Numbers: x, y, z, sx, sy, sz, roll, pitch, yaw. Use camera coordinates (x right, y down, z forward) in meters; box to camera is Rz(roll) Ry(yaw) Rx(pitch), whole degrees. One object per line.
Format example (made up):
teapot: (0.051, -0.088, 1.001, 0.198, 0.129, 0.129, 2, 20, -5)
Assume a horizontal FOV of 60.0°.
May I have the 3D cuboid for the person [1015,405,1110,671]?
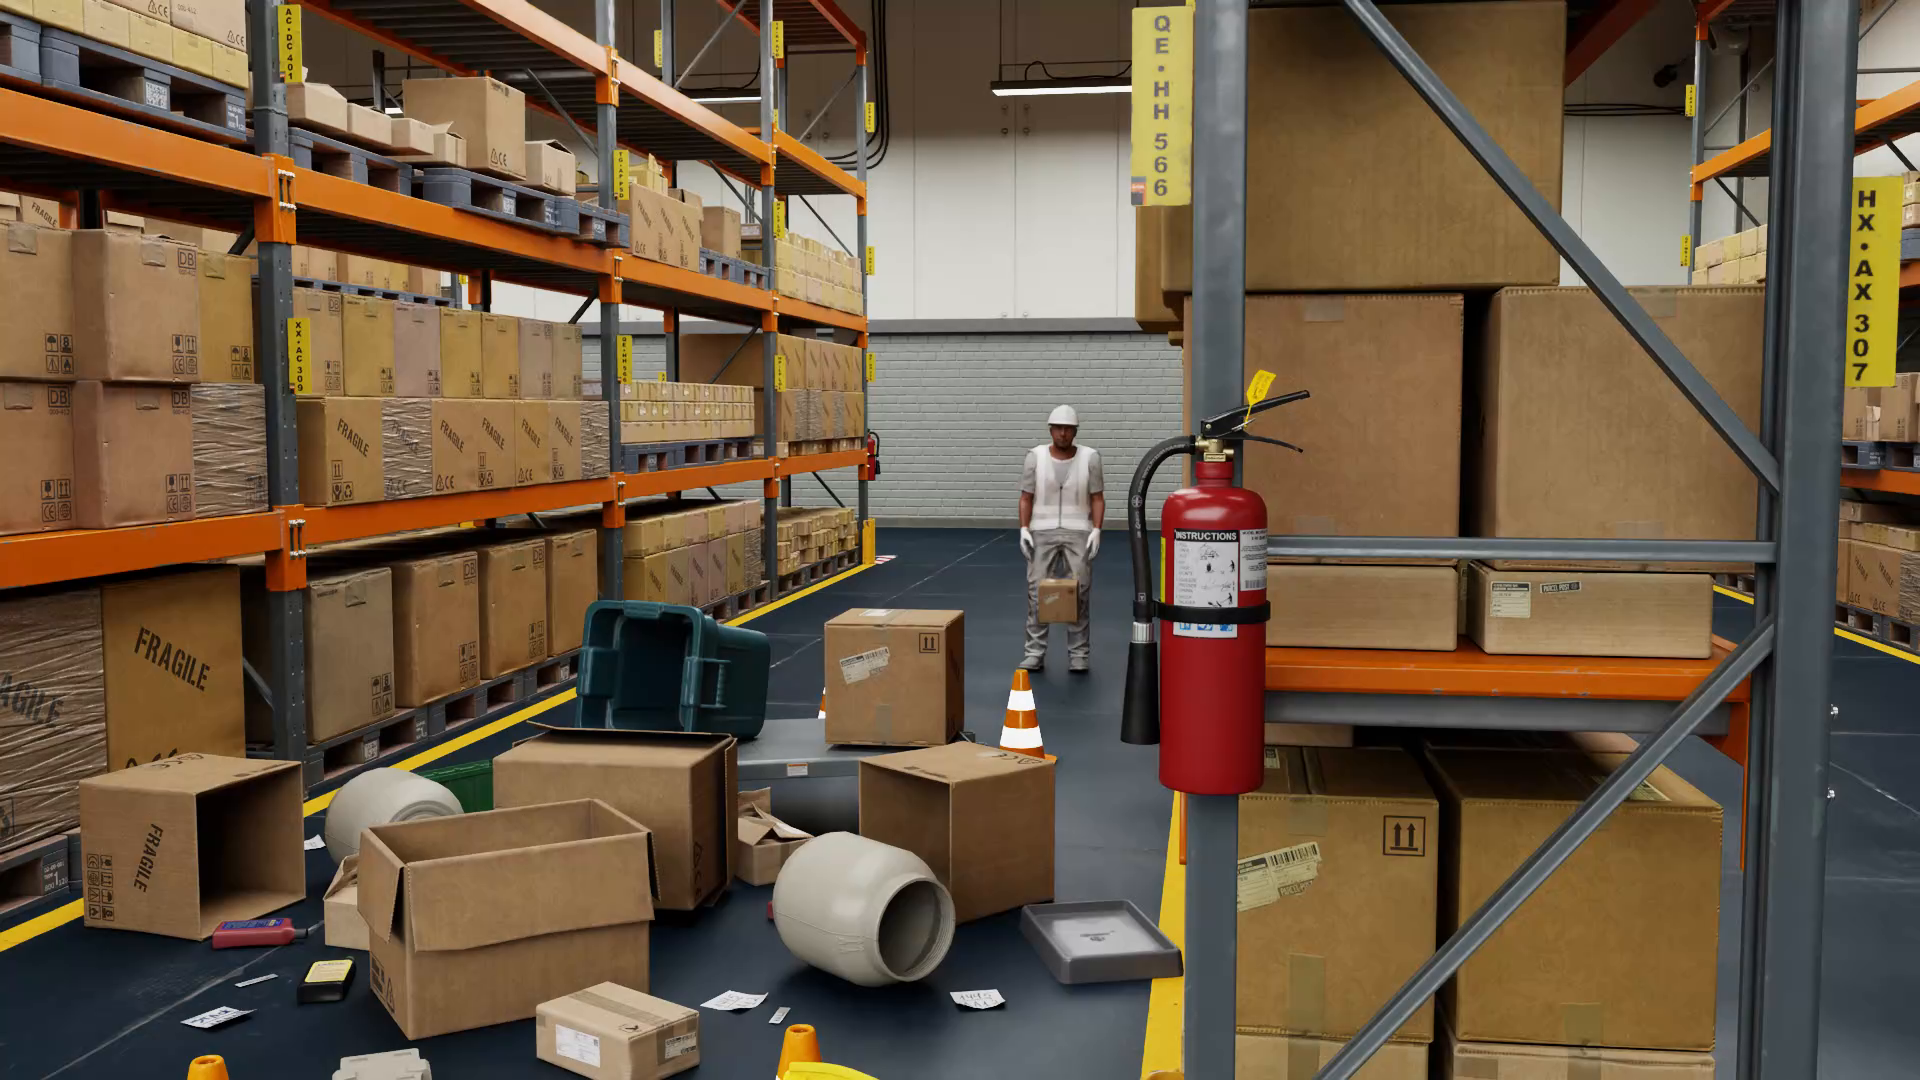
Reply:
person: (0.690, -0.011, 11.150, 0.633, 1.775, 0.448, 1, 4, 7)
